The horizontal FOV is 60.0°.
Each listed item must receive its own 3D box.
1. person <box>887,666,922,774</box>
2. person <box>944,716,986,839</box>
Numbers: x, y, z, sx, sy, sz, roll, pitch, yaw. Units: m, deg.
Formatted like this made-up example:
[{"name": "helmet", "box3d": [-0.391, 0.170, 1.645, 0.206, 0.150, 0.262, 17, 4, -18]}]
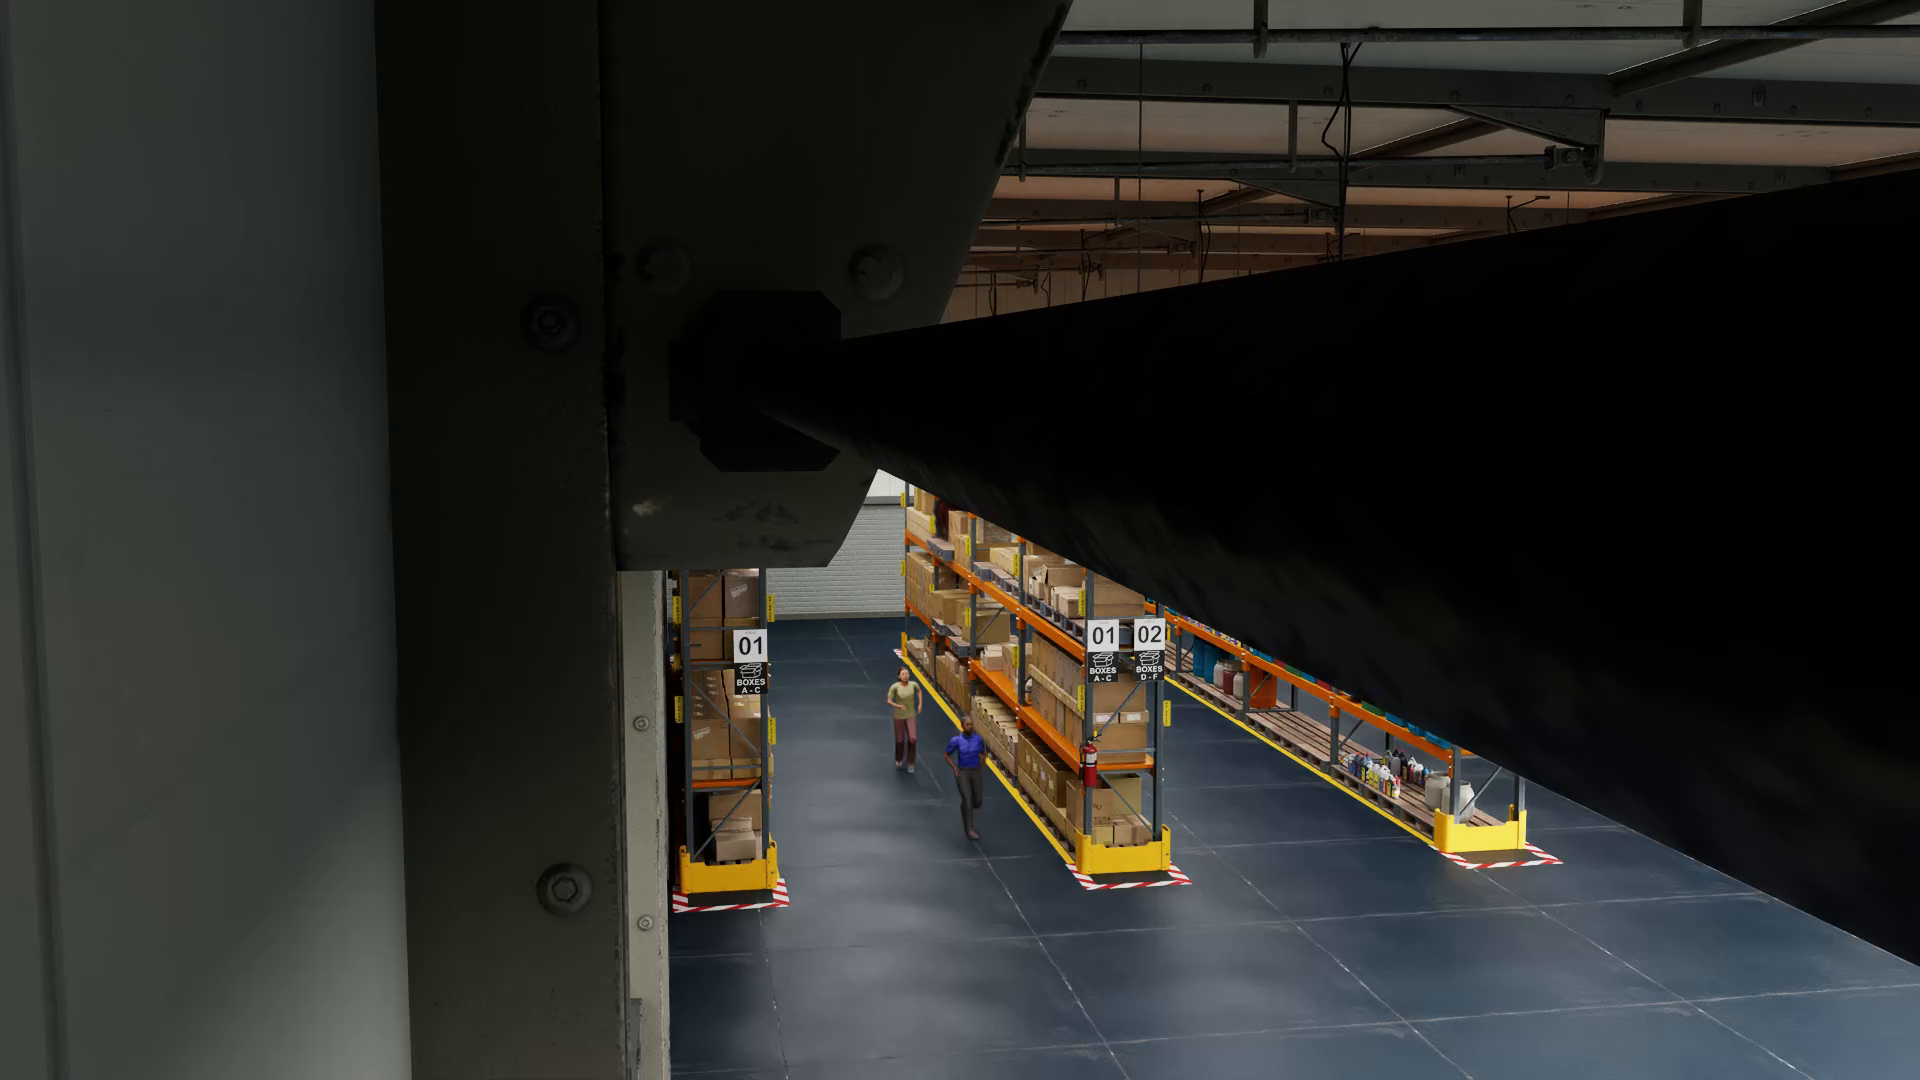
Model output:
[{"name": "person", "box3d": [-0.859, 2.820, 26.048, 0.592, 1.719, 0.698, -1, 6, -12]}, {"name": "person", "box3d": [0.085, 3.195, 22.562, 0.584, 1.602, 0.739, -2, 6, -22]}]
